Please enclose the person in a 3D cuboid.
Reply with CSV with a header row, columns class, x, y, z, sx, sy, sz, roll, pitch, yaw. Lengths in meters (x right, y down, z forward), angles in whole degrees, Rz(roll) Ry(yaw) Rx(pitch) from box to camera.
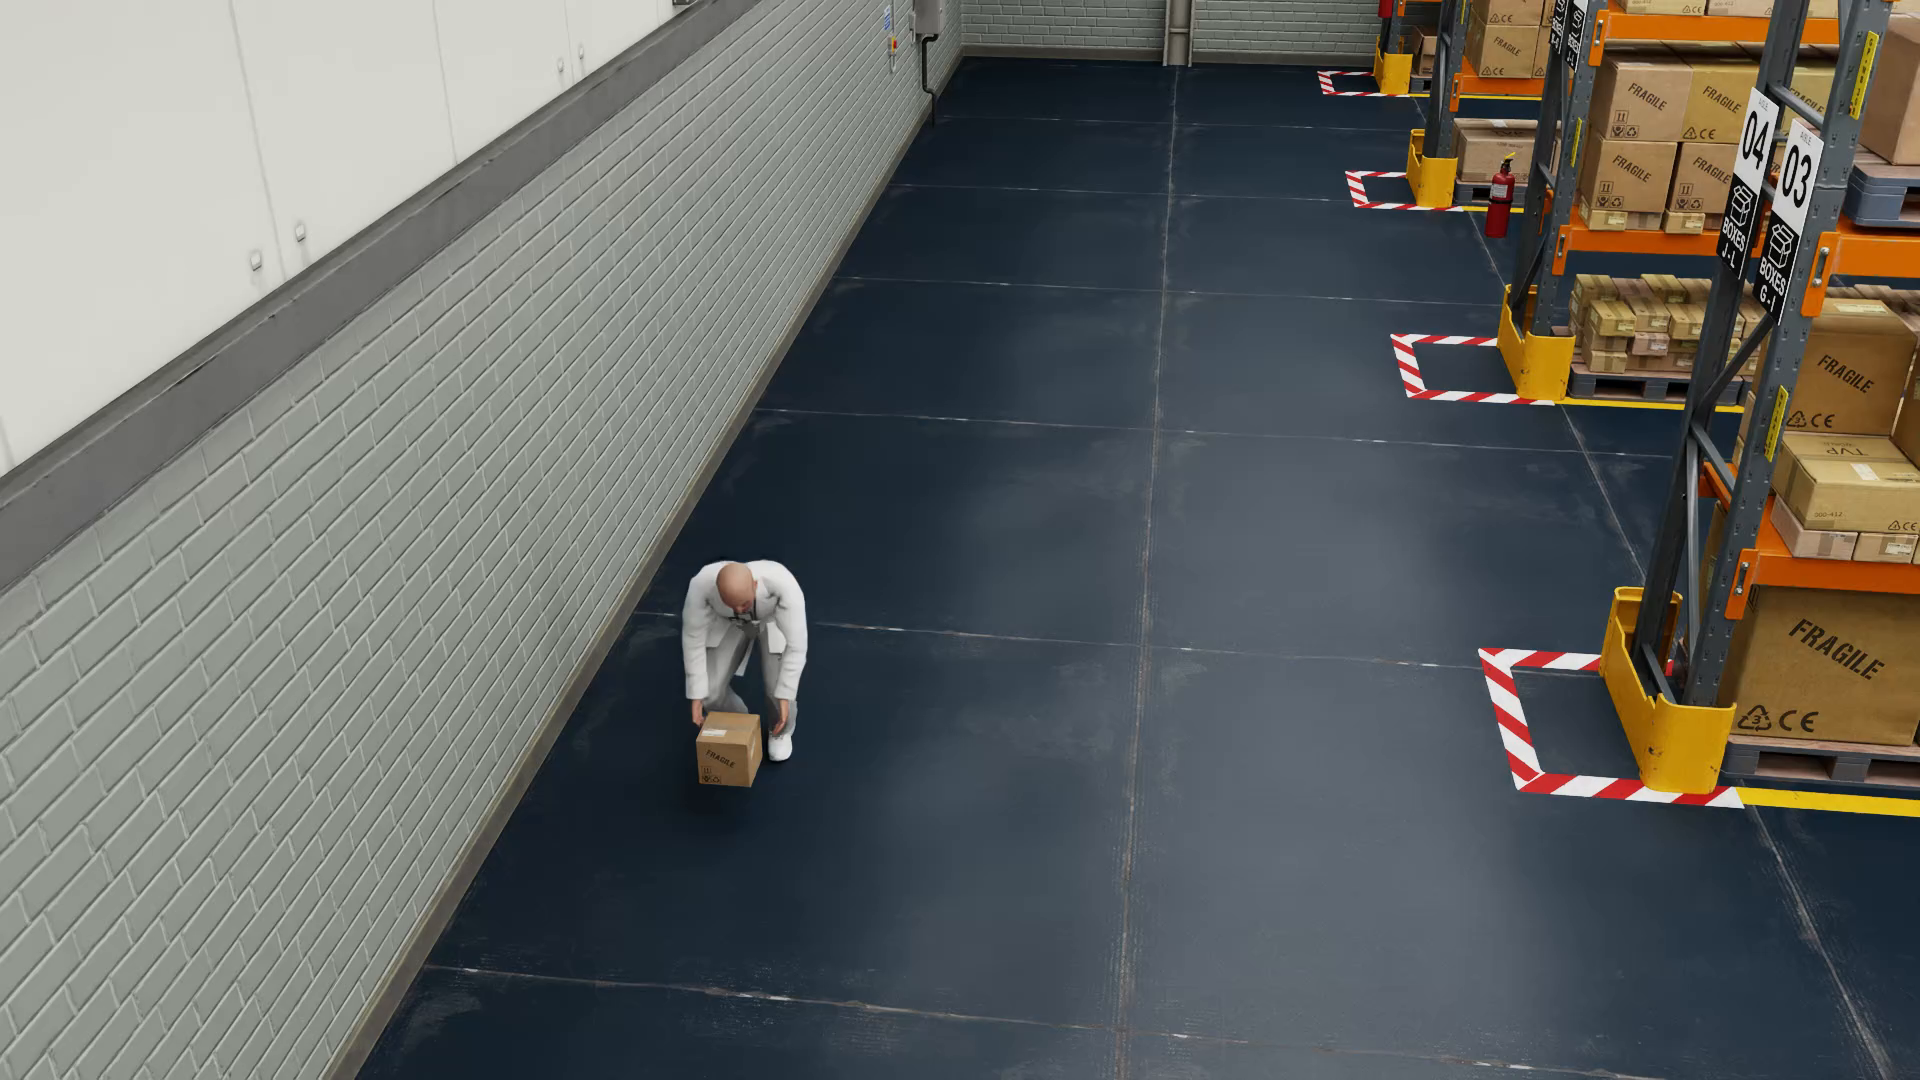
class,x,y,z,sx,sy,sz,roll,pitch,yaw
person,-1.028,0.532,8.219,0.632,1.235,0.797,3,28,6
